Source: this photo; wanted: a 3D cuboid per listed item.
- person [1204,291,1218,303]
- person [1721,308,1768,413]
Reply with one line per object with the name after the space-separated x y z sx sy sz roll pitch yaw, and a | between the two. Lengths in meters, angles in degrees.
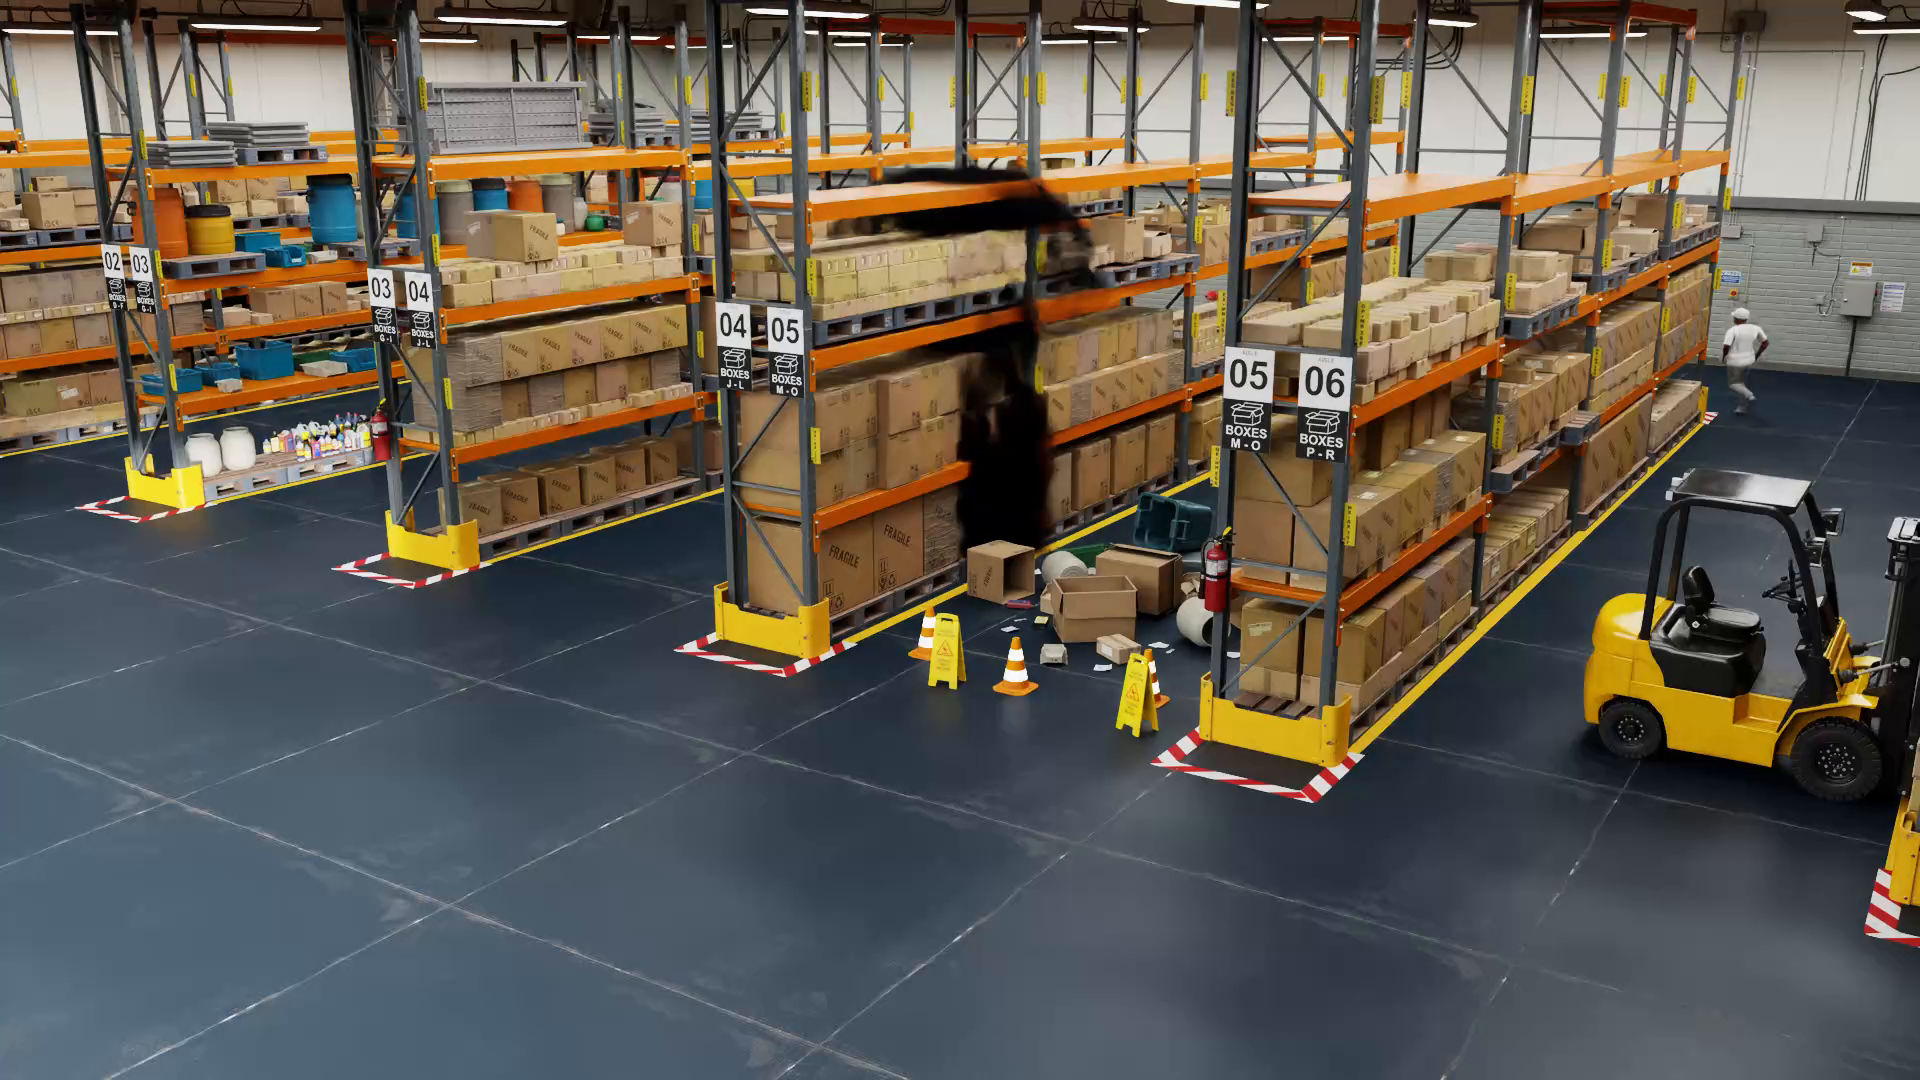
4.116 -3.191 27.349 0.667 1.793 0.914 13 20 38 | person
12.270 -2.783 26.096 0.744 1.717 0.670 -3 16 -9 | person
